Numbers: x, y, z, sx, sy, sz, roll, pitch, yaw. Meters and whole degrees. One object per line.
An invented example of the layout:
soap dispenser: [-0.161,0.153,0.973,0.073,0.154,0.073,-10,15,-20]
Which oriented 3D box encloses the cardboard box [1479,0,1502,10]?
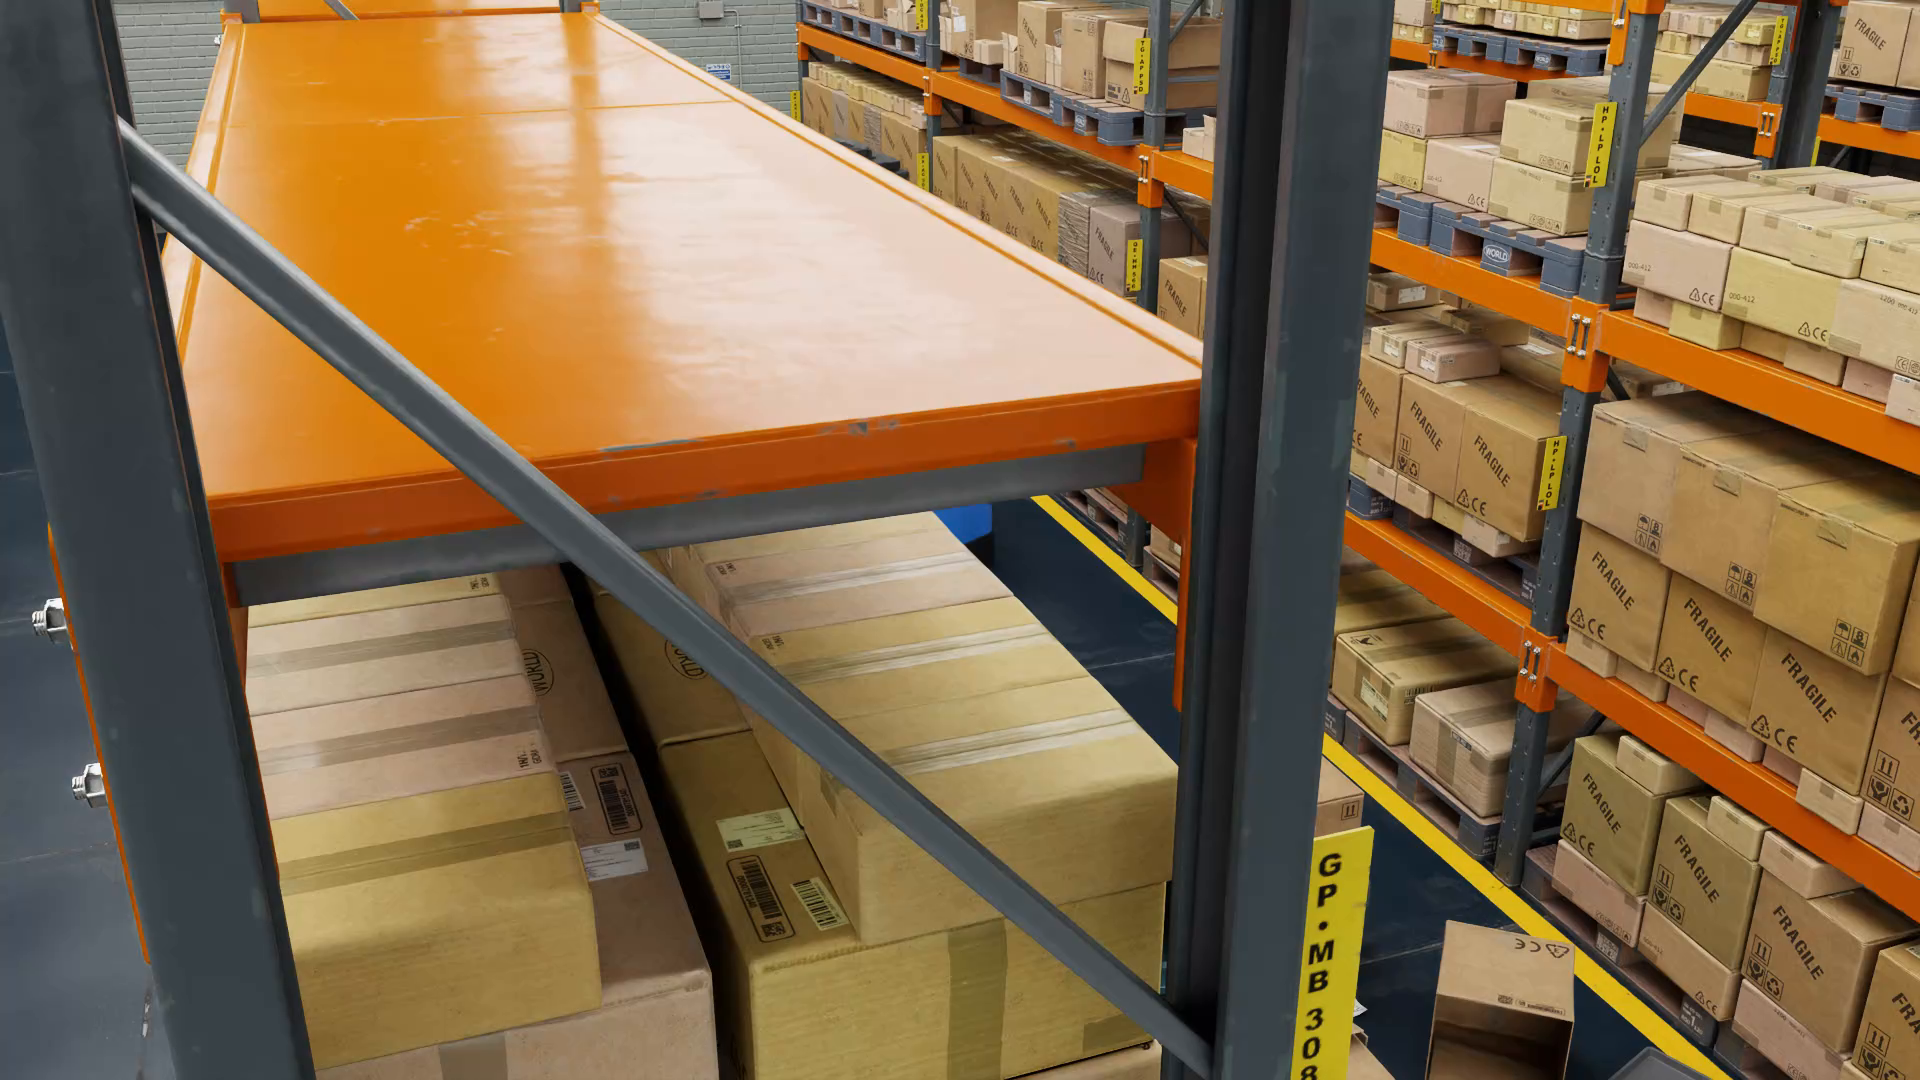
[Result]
cardboard box: [4.756,-4.705,14.459,0.380,0.149,0.250,-9,24,-20]

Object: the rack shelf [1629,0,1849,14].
rack shelf: [3.741,-1.531,4.727,1.077,0.370,4.000,-8,24,-19]

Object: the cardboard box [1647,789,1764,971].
cardboard box: [3.190,1.346,6.728,0.500,0.500,0.500,-7,24,-17]

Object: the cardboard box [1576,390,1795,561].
cardboard box: [2.987,-0.281,6.754,0.700,0.500,0.500,-9,24,-20]

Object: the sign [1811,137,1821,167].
sign: [3.539,-1.524,6.976,0.100,0.325,0.005,-8,24,-19]

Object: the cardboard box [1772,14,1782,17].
cardboard box: [6.330,-3.864,12.490,0.380,0.149,0.250,-8,24,-19]

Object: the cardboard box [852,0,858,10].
cardboard box: [-0.723,-5.216,15.848,0.500,0.311,0.500,-8,24,-18]

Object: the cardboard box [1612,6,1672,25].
cardboard box: [5.407,-4.152,13.173,0.380,0.149,0.250,-8,24,-19]

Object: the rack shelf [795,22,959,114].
rack shelf: [-0.499,-4.511,15.654,1.077,0.370,4.000,-8,24,-19]

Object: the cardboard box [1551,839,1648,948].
cardboard box: [2.990,1.499,7.332,0.500,0.250,0.500,-10,25,-21]

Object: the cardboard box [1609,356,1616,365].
cardboard box: [5.558,-1.501,14.127,0.500,0.500,0.500,-7,24,-17]

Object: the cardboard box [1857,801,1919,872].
cardboard box: [3.404,1.002,5.835,0.380,0.149,0.250,-8,24,-19]

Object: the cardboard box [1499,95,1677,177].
cardboard box: [2.710,-1.756,7.202,0.500,0.250,0.500,-8,24,-18]

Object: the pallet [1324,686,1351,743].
pallet: [2.323,0.732,9.741,1.003,0.211,1.213,-8,24,-19]

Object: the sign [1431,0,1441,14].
sign: [4.345,-4.959,15.125,0.100,0.325,0.005,-8,24,-19]

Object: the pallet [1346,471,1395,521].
pallet: [2.359,-0.478,9.268,1.003,0.211,1.213,-8,24,-19]

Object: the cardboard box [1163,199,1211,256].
cardboard box: [1.676,-1.999,11.215,0.500,0.500,0.500,-9,25,-21]

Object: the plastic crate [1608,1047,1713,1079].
plastic crate: [2.822,2.202,6.422,0.402,0.080,0.583,-18,29,-37]

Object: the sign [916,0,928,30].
sign: [-0.311,-4.313,13.492,0.100,0.325,0.005,-8,24,-19]

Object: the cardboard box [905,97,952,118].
cardboard box: [-0.269,-3.810,14.675,0.380,0.149,0.250,-8,24,-19]

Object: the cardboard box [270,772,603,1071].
cardboard box: [-0.584,0.394,1.719,0.380,0.149,0.250,-8,24,-18]

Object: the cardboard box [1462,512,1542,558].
cardboard box: [2.594,-0.053,7.797,0.380,0.149,0.250,-8,24,-18]

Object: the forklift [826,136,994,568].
forklift: [-1.121,-0.829,9.943,1.130,2.935,3.031,19,29,37]

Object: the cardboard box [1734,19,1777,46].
cardboard box: [5.865,-3.680,12.055,0.380,0.149,0.250,-8,24,-17]

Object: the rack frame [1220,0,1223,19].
rack frame: [3.437,-4.869,19.440,1.000,3.000,0.127,-8,24,-19]

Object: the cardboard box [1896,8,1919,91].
cardboard box: [6.563,-3.164,10.734,0.700,0.500,0.500,-9,24,-20]

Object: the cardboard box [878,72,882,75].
cardboard box: [-0.609,-4.718,16.831,0.380,0.149,0.250,-9,24,-20]

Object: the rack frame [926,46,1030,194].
rack frame: [0.208,-2.733,14.372,1.000,3.000,0.127,-8,24,-19]

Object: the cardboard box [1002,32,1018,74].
cardboard box: [0.526,-3.535,12.045,0.396,0.266,0.258,-6,24,-15]

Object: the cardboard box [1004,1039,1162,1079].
cardboard box: [0.031,0.668,2.094,0.380,0.149,0.250,-8,24,-19]

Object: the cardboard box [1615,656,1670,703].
cardboard box: [2.983,0.533,6.948,0.380,0.149,0.250,-8,24,-17]

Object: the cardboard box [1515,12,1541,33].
cardboard box: [4.947,-4.388,14.090,0.380,0.149,0.250,-9,24,-20]

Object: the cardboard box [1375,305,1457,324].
cardboard box: [2.606,-0.961,9.116,0.500,0.500,0.500,-9,25,-21]

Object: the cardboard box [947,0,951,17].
cardboard box: [0.197,-4.644,14.245,0.500,0.500,0.500,-8,24,-18]

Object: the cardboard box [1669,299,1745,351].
cardboard box: [2.953,-0.843,6.349,0.380,0.149,0.250,-8,24,-19]

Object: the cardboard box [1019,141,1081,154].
cardboard box: [0.790,-2.925,13.412,0.500,0.500,0.500,-8,24,-18]

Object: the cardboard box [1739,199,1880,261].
cardboard box: [3.044,-1.113,5.964,0.380,0.149,0.250,-9,25,-21]

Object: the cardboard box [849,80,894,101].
cardboard box: [-0.830,-4.256,15.734,0.380,0.149,0.250,-9,24,-20]

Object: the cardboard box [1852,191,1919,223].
cardboard box: [3.522,-1.184,6.132,0.380,0.149,0.250,-8,24,-18]

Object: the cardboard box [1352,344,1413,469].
cardboard box: [2.303,-0.708,8.514,0.500,0.500,0.500,-7,24,-17]

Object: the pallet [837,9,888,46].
pallet: [-0.498,-4.816,15.566,1.003,0.211,1.213,-8,24,-19]

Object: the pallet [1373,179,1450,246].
pallet: [2.546,-1.737,8.390,1.213,0.211,1.003,-8,24,-19]

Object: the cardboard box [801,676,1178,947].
cardboard box: [0.032,0.305,1.931,0.380,0.149,0.250,-8,24,-18]

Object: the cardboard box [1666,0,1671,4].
cardboard box: [5.634,-4.409,13.758,0.380,0.149,0.250,-8,24,-18]

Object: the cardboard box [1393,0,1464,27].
cardboard box: [4.446,-5.007,15.715,0.500,0.250,0.500,-8,24,-19]

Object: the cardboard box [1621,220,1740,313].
cardboard box: [2.933,-1.079,6.396,0.500,0.250,0.500,-9,24,-20]

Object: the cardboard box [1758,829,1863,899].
cardboard box: [3.259,1.192,6.259,0.380,0.149,0.250,-7,24,-16]

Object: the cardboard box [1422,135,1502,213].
cardboard box: [2.518,-1.710,7.735,0.500,0.250,0.500,-8,24,-18]

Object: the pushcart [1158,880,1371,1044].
pushcart: [0.919,1.713,7.200,1.648,0.377,0.936,-18,29,-37]

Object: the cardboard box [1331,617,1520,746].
cardboard box: [2.589,0.740,8.975,0.950,0.372,0.625,-7,24,-16]

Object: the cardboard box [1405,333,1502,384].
cardboard box: [2.404,-0.887,8.105,0.380,0.149,0.250,-9,25,-21]

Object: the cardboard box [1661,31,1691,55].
cardboard box: [5.642,-3.835,12.804,0.380,0.149,0.250,-8,24,-19]

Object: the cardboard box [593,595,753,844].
cardboard box: [-0.259,0.258,2.554,0.500,0.250,0.500,-9,24,-20]

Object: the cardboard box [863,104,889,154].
cardboard box: [-0.577,-3.743,15.351,0.500,0.500,0.500,-8,24,-18]

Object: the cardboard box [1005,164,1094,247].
cardboard box: [0.663,-2.490,12.380,0.500,0.500,0.500,-9,24,-20]

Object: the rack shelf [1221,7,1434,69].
rack shelf: [4.144,-5.193,17.273,1.077,0.370,4.000,-8,24,-19]

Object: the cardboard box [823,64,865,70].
cardboard box: [-1.180,-4.740,16.882,0.380,0.149,0.250,-8,24,-18]
